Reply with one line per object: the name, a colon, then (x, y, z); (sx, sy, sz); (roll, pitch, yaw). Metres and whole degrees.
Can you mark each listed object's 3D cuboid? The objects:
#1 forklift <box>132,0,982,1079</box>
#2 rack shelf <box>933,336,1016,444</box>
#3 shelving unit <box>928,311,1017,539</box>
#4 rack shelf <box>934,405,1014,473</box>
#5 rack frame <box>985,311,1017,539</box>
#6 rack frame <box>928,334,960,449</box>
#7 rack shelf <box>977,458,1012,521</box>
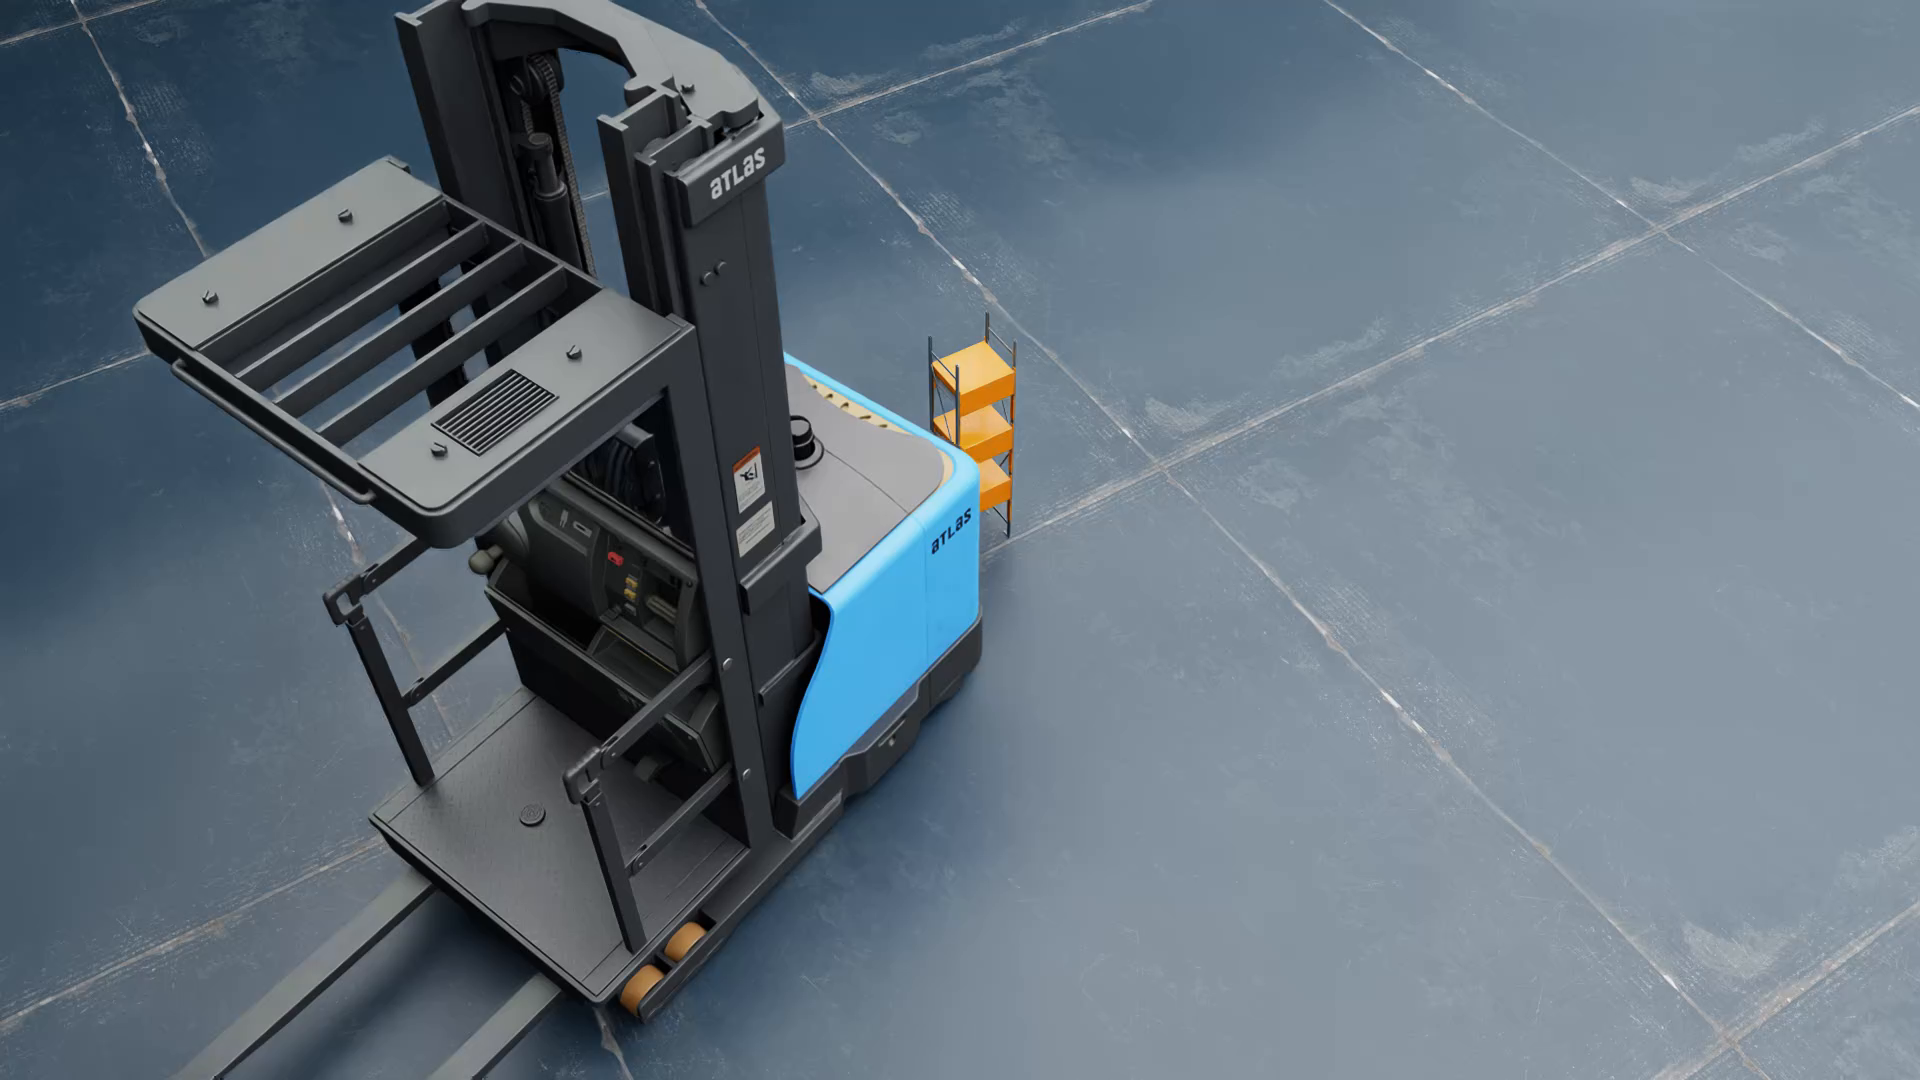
forklift: (-1.220, 0.126, 4.620); (1.130, 2.935, 3.031); (30, 55, 24)
rack shelf: (0.045, -0.552, 6.118); (0.240, 0.259, 0.215); (-25, 53, -21)
shelving unit: (0.045, -0.370, 6.322); (0.252, 1.050, 0.215); (-25, 53, -21)
rack shelf: (0.045, -0.363, 6.330); (0.240, 0.259, 0.215); (-25, 53, -21)
rack frame: (0.148, -0.419, 6.366); (0.008, 1.050, 0.200); (-25, 53, -21)
rack frame: (-0.058, -0.322, 6.279); (0.008, 1.050, 0.200); (-25, 53, -21)
rack shelf: (0.045, -0.179, 6.538); (0.240, 0.259, 0.215); (-25, 53, -21)
